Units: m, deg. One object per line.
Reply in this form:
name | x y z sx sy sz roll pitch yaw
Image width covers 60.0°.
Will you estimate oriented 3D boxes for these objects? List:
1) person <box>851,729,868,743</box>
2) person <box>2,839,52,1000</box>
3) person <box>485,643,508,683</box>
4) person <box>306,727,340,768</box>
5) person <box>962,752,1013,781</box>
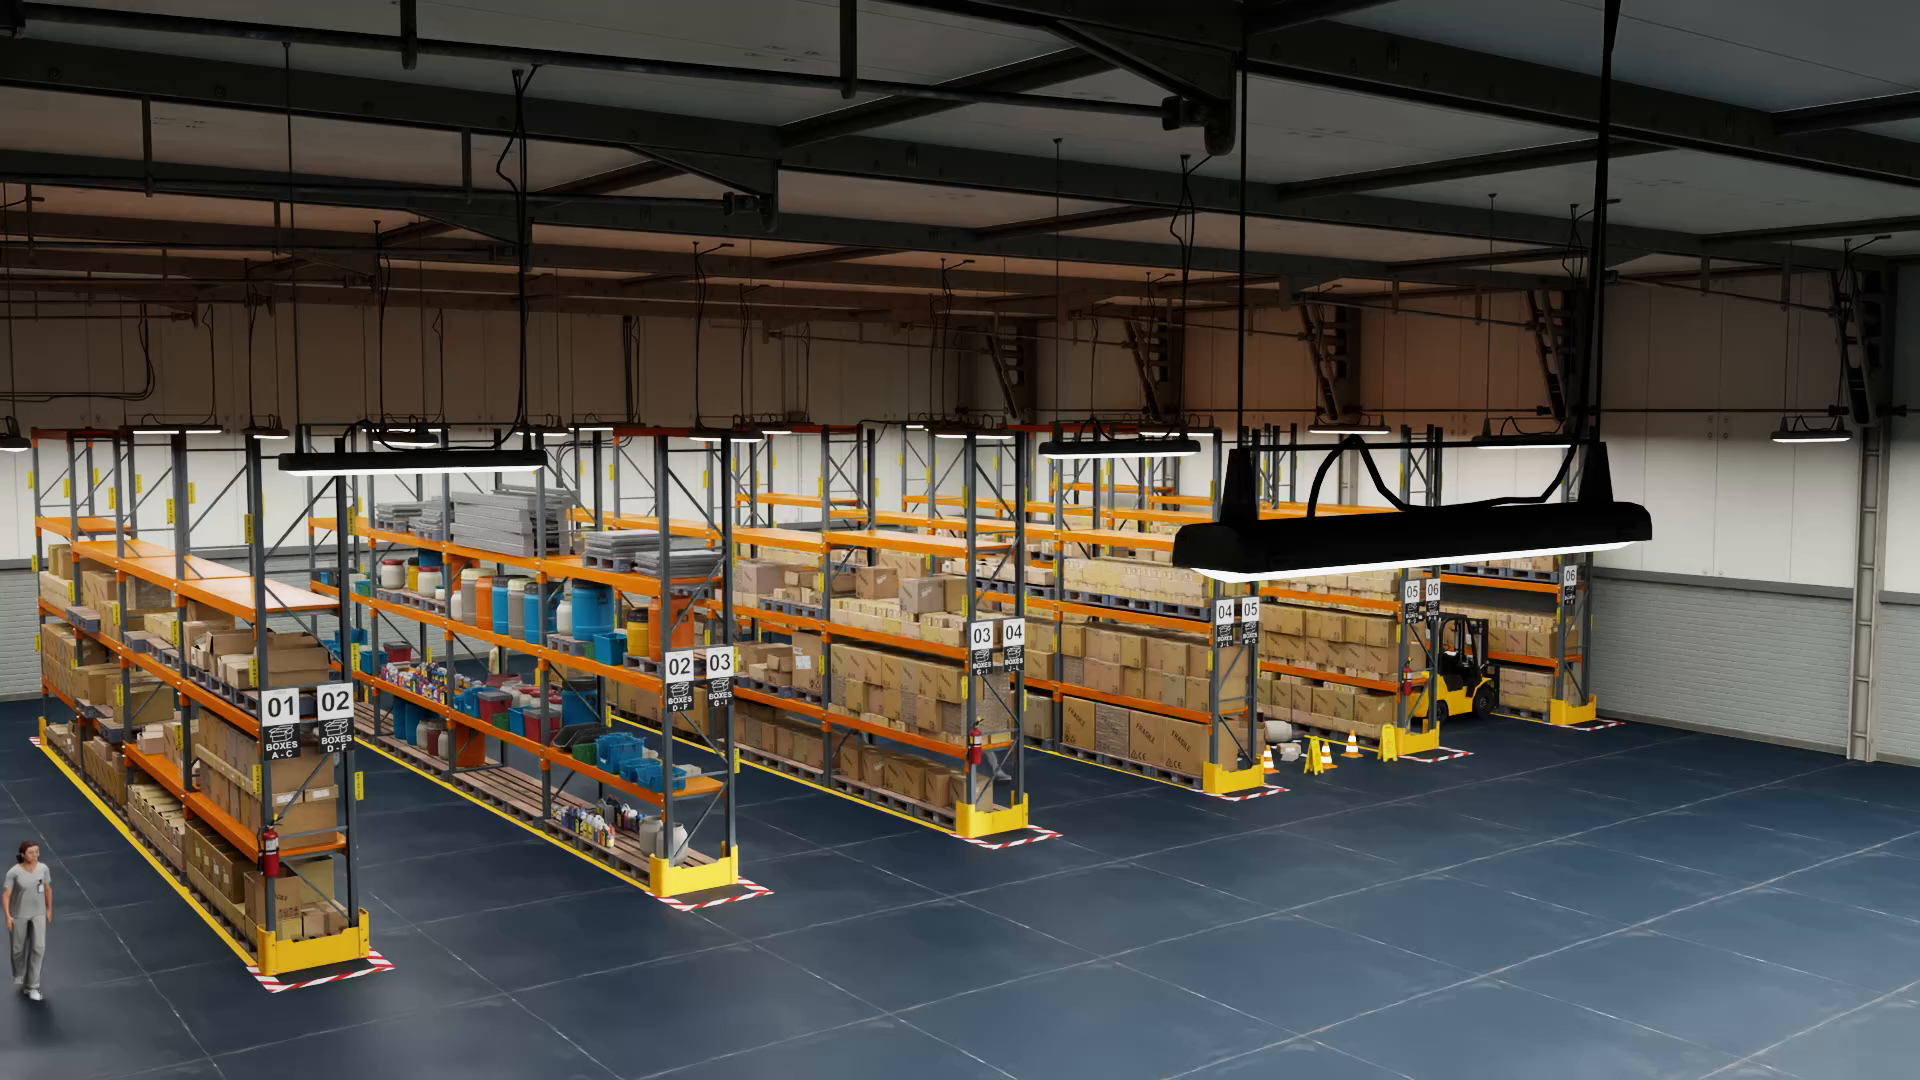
person | -1.759 3.150 30.395 0.967 1.546 0.434 4 6 38
person | -10.130 4.105 18.089 0.523 1.679 0.737 -4 6 -45
person | -9.538 2.798 34.295 0.451 1.670 0.503 4 6 39
person | -10.567 3.303 27.604 0.623 1.741 0.672 4 6 40
person | 0.474 3.273 28.359 1.010 1.612 0.482 2 5 19
